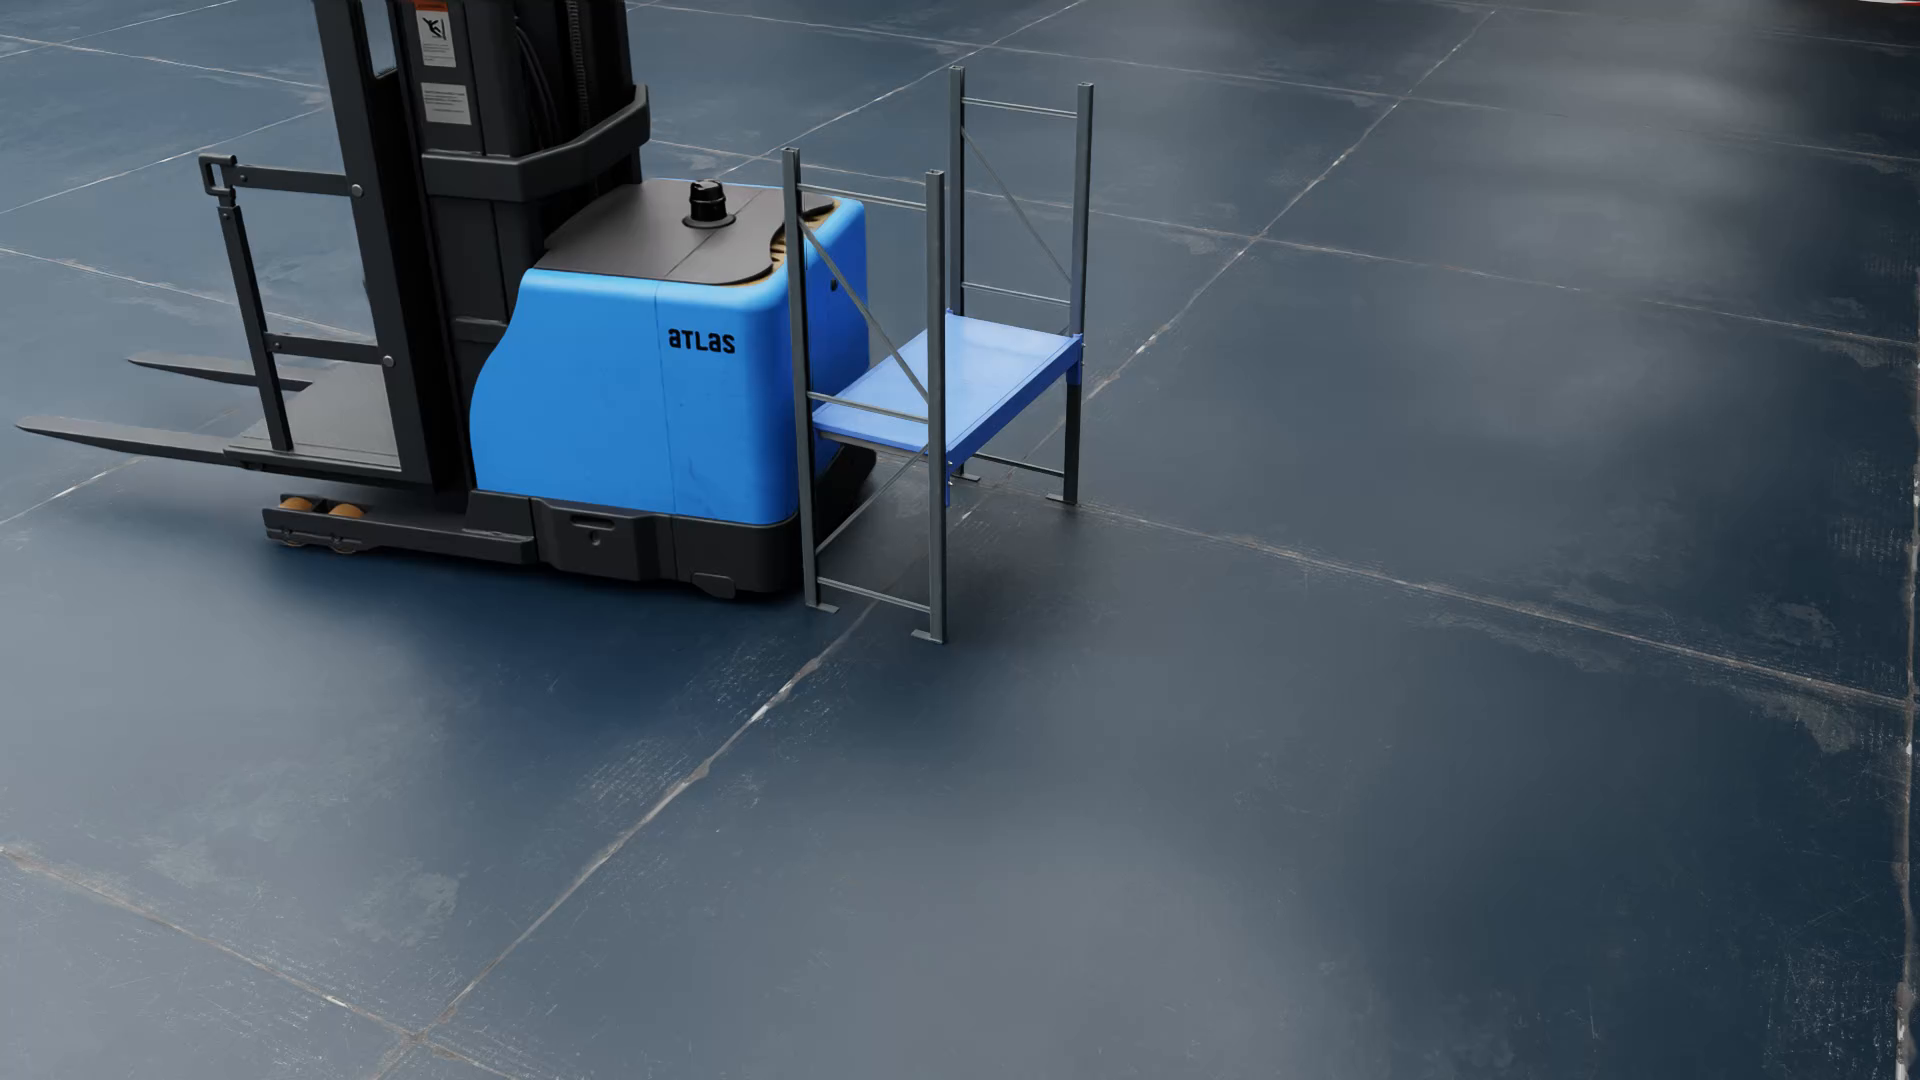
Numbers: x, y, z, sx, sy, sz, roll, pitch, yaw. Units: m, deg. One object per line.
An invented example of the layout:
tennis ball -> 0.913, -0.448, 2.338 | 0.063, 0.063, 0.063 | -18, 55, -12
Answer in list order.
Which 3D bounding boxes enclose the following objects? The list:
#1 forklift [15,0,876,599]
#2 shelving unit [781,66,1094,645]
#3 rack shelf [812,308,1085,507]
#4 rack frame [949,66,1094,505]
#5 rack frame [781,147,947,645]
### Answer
forklift -> -1.881, -1.469, 5.365 | 3.031, 2.935, 1.130 | 7, 31, 12
shelving unit -> -0.039, -0.613, 5.311 | 0.538, 1.500, 1.048 | 14, 33, 23
rack shelf -> -0.039, -0.457, 5.400 | 0.538, 0.185, 1.000 | 14, 33, 23
rack frame -> 0.193, -0.838, 5.703 | 0.500, 1.500, 0.032 | 14, 33, 23
rack frame -> -0.270, -0.387, 4.918 | 0.500, 1.500, 0.032 | 14, 33, 23
